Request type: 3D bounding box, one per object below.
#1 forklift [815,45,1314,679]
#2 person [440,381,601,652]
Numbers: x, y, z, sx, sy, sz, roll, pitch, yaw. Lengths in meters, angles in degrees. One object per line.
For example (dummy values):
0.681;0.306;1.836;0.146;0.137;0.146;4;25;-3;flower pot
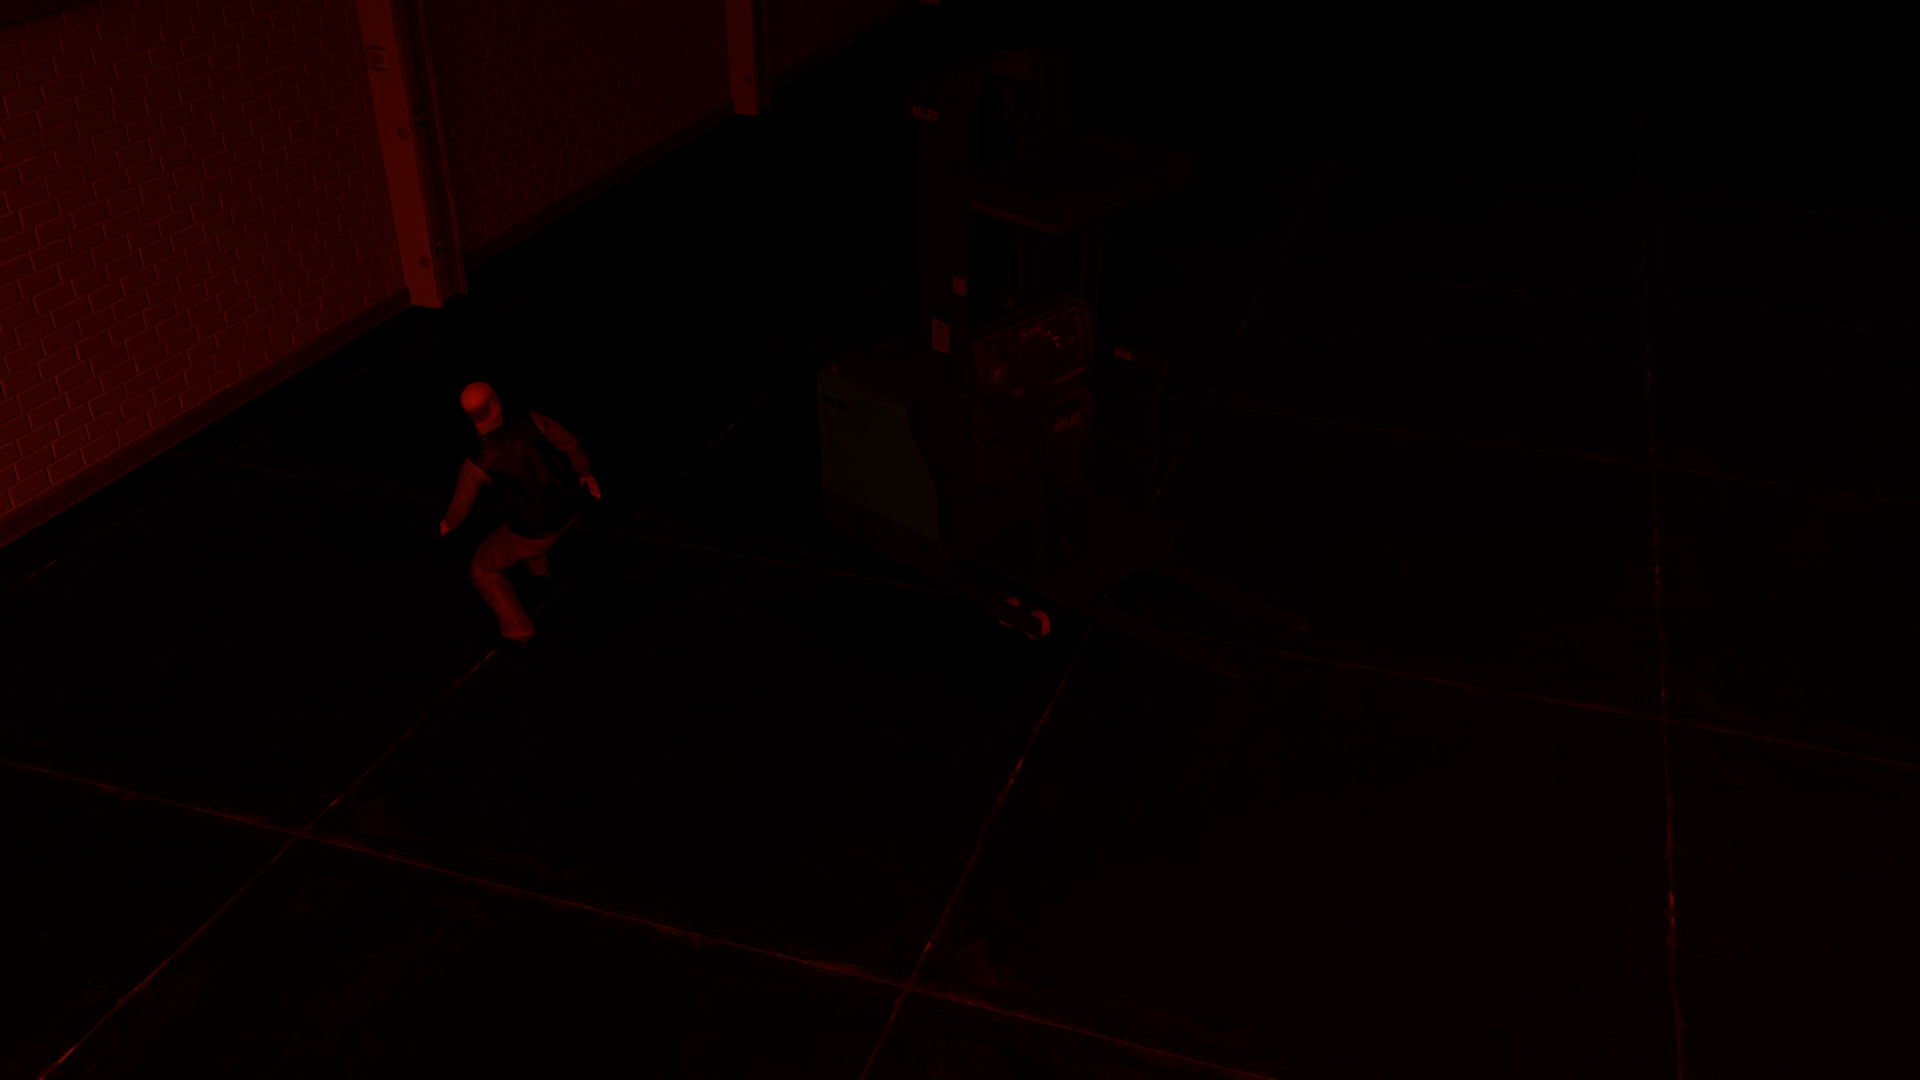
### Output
0.555;-1.016;8.919;3.031;2.935;1.130;25;38;37;forklift
-2.398;-0.195;8.977;0.688;1.500;0.772;17;34;28;person
